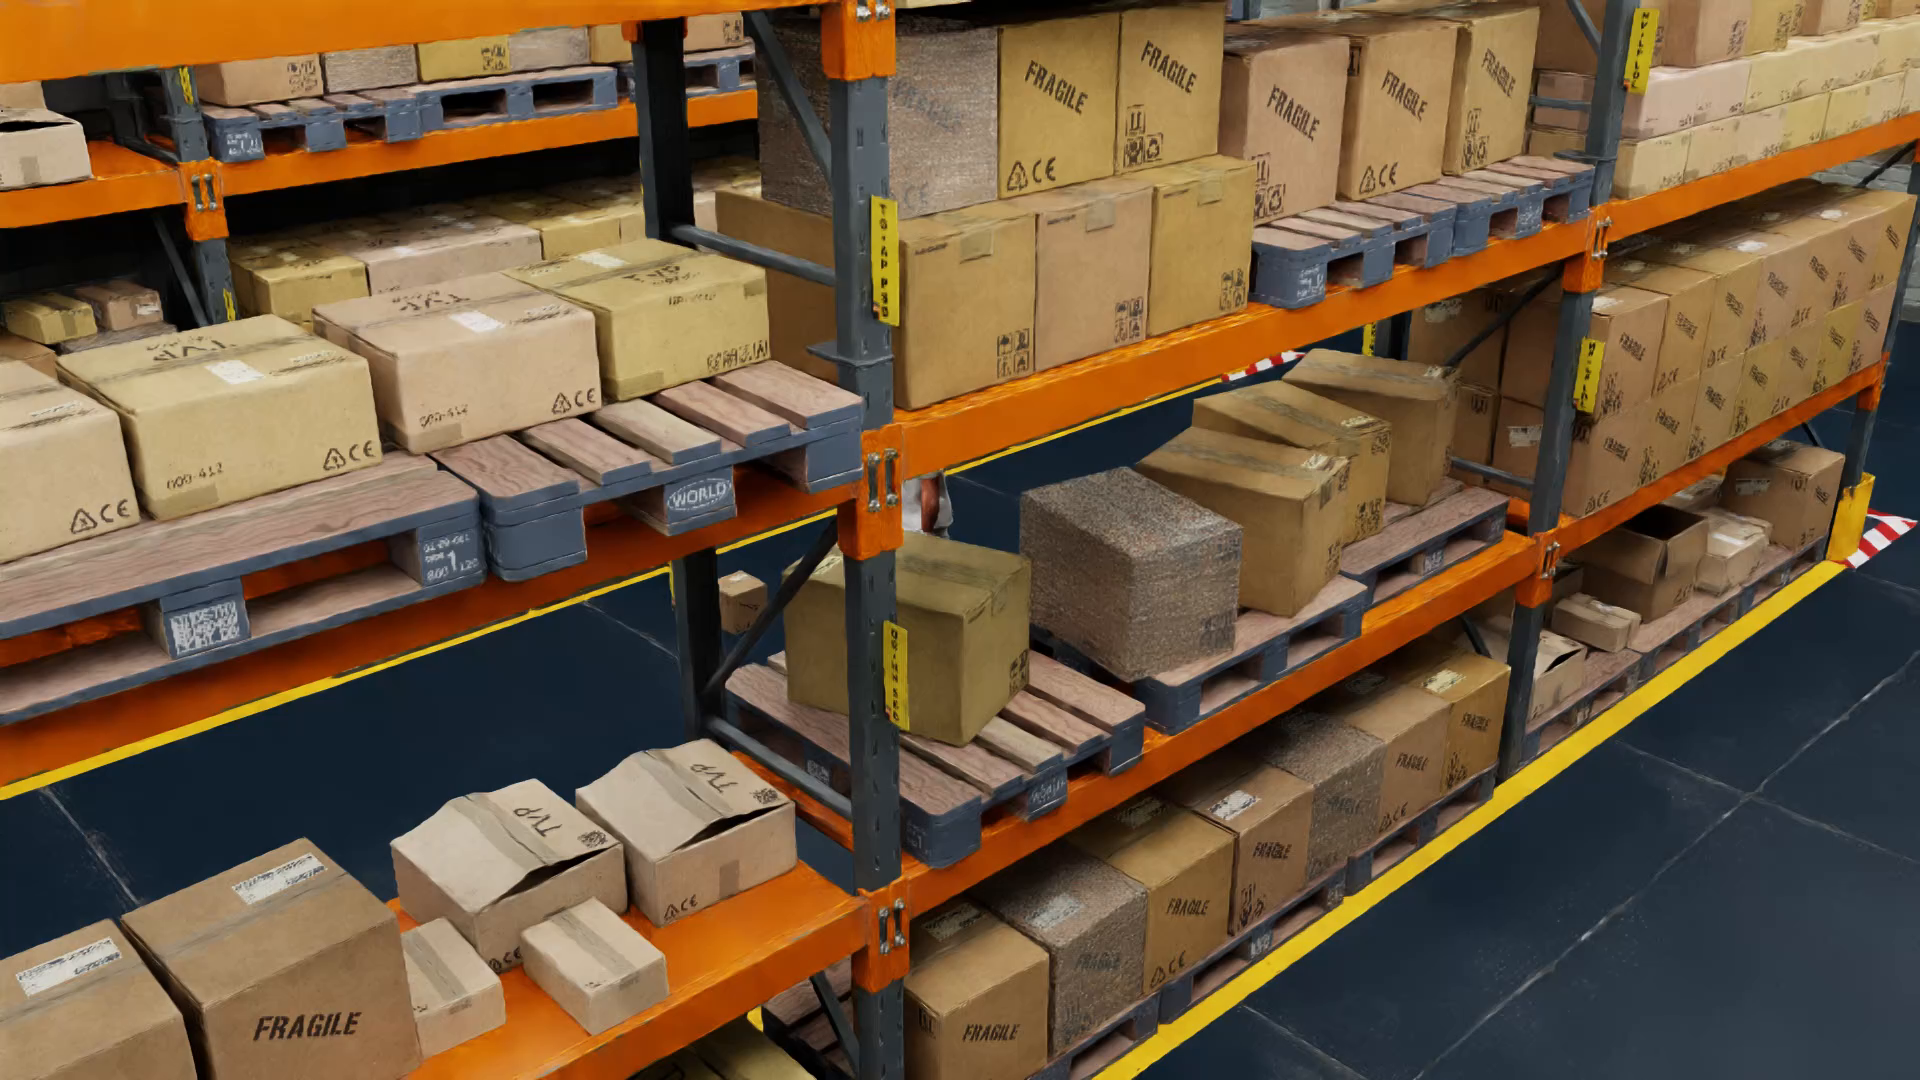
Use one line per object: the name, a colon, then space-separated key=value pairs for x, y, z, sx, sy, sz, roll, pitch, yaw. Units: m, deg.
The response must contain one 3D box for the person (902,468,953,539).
person: x=-0.186 y=-0.090 z=8.780 sx=0.584 sy=1.780 sz=0.569 roll=-5 pitch=25 yaw=-10
